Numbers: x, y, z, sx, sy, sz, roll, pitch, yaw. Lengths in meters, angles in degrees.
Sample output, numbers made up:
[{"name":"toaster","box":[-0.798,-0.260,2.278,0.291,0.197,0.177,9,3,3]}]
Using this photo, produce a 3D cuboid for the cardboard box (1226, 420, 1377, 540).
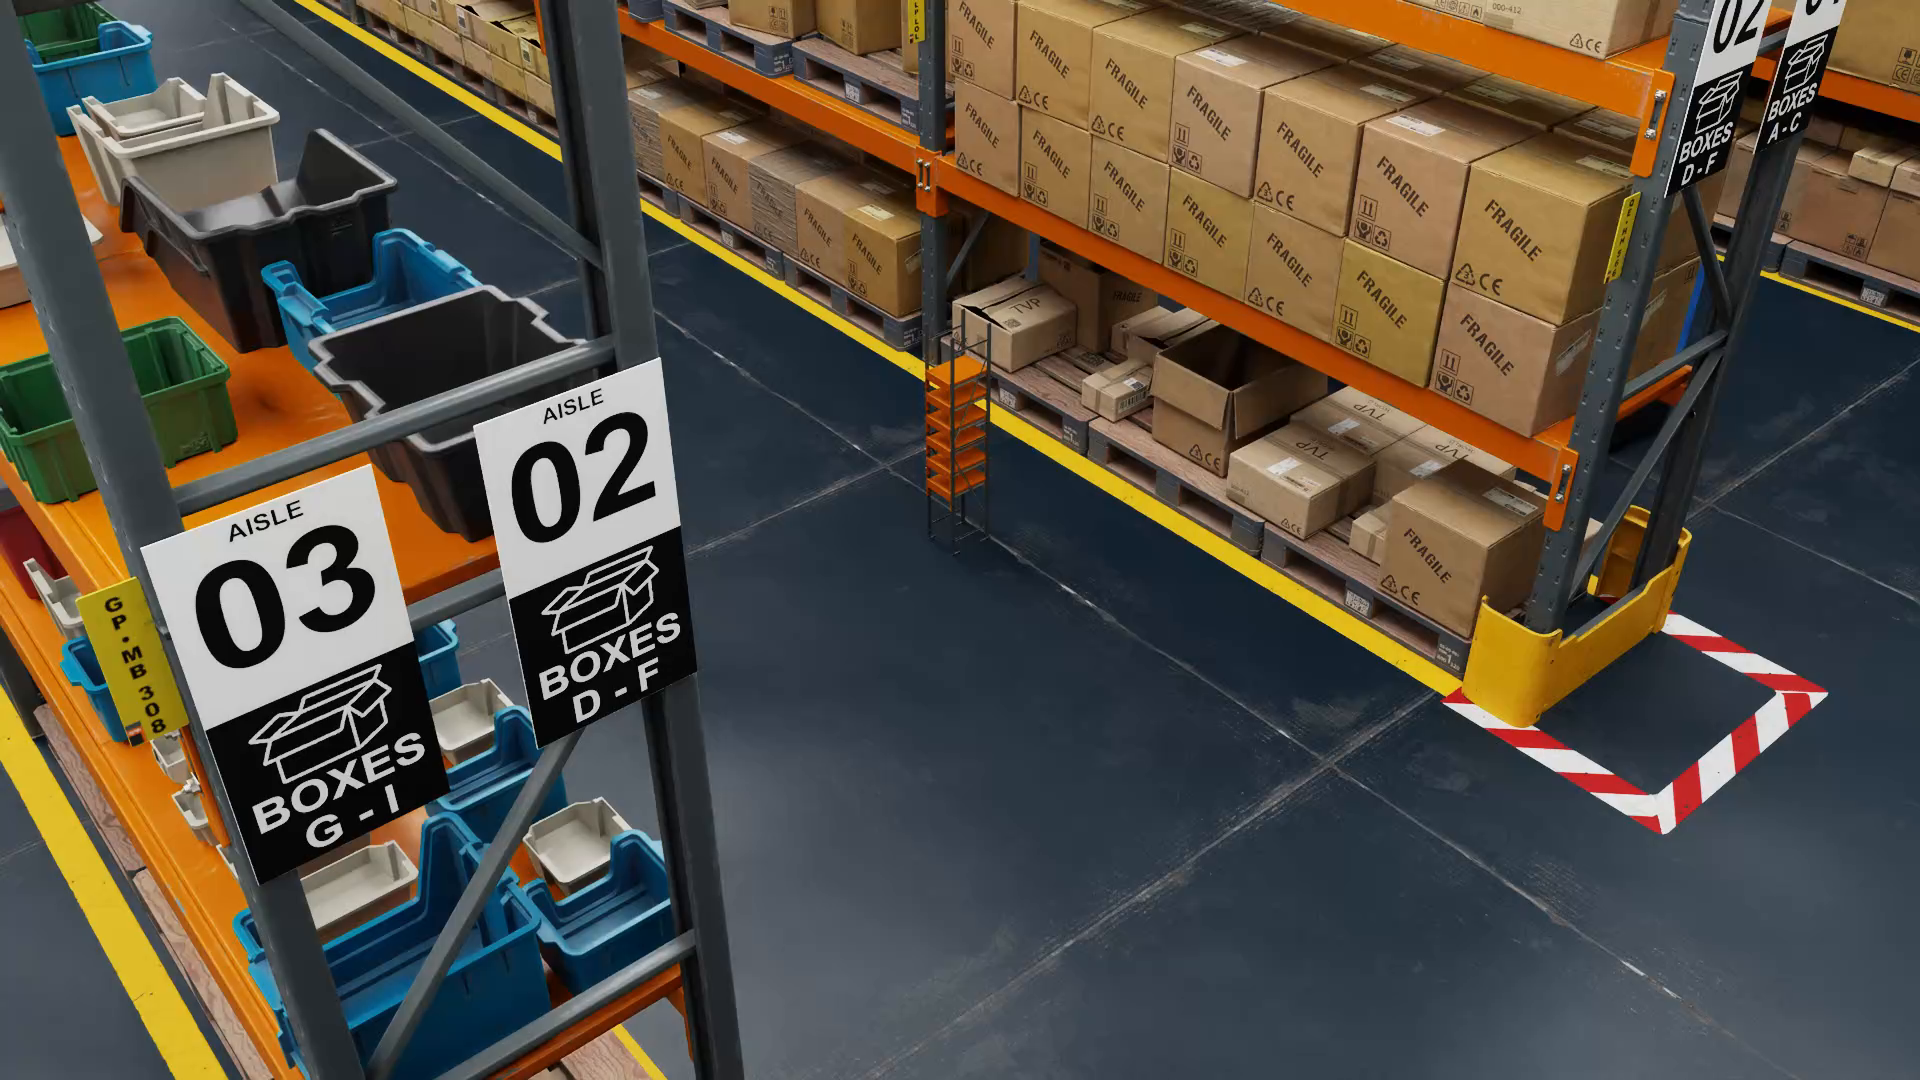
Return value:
[{"name":"cardboard box","box":[1.652,-0.300,8.077,0.500,0.250,0.500,-26,43,-32]}]

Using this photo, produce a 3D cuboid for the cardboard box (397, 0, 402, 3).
[{"name":"cardboard box","box":[-4.567,-4.742,13.881,0.500,0.311,0.500,-27,43,-32]}]

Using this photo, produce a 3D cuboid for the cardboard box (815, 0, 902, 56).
[{"name":"cardboard box","box":[-0.427,-3.215,9.744,0.700,0.500,0.500,-19,40,-25]}]

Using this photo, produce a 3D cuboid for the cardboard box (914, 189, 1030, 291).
[{"name":"cardboard box","box":[0.074,-1.894,10.111,0.500,0.500,0.500,-28,44,-34]}]

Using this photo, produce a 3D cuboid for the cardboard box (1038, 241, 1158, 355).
[{"name":"cardboard box","box":[0.785,-1.444,9.475,0.500,0.500,0.500,-26,43,-32]}]

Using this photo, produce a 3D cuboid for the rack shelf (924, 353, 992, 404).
[{"name":"rack shelf","box":[-0.009,-0.754,7.730,0.258,0.103,0.180,-26,43,-32]}]

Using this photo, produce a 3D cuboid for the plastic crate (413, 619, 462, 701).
[{"name":"plastic crate","box":[-1.762,0.412,5.165,0.416,0.233,0.300,-26,43,-32]}]

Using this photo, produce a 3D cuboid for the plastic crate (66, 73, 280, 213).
[{"name":"plastic crate","box":[-2.199,-1.088,4.698,0.437,0.282,0.530,-26,43,-32]}]

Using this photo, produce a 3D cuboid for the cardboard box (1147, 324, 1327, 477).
[{"name":"cardboard box","box":[1.417,-0.763,8.512,0.797,0.503,0.637,-26,43,-32]}]

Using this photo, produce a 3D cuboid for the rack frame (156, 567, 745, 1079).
[{"name":"rack frame","box":[-1.005,1.182,3.986,1.000,3.000,0.127,-26,43,-32]}]

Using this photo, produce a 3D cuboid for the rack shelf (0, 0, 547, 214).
[{"name":"rack shelf","box":[-2.295,-1.693,3.822,1.077,0.370,4.000,-26,43,-32]}]

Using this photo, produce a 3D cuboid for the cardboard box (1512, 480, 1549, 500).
[{"name":"cardboard box","box":[2.613,-0.111,7.882,0.380,0.166,0.250,-26,43,-32]}]

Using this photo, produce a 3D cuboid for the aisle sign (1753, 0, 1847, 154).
[{"name":"aisle sign","box":[3.050,-1.804,5.953,0.394,0.787,0.004,-26,43,-32]}]

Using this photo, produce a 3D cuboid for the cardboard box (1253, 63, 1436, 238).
[{"name":"cardboard box","box":[1.619,-1.657,7.042,0.500,0.500,0.500,-25,42,-31]}]

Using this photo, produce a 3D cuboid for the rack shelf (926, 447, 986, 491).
[{"name":"rack shelf","box":[-0.009,-0.362,8.007,0.258,0.103,0.180,-26,43,-32]}]

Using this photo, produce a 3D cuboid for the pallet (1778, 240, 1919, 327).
[{"name":"pallet","box":[5.988,-1.699,10.467,1.003,0.211,1.213,-26,43,-32]}]

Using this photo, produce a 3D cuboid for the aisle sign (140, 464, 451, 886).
[{"name":"aisle sign","box":[-1.182,0.262,3.036,0.394,0.787,0.004,-26,43,-32]}]

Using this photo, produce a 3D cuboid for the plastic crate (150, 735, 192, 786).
[{"name":"plastic crate","box":[-2.249,0.601,4.982,0.298,0.136,0.250,-26,43,-32]}]

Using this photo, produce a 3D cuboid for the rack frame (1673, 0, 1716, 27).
[{"name":"rack frame","box":[2.782,-3.112,4.858,1.000,3.000,0.127,-26,43,-32]}]

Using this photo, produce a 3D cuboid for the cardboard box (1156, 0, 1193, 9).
[{"name":"cardboard box","box":[1.057,-2.527,8.271,0.500,0.500,0.500,-27,43,-33]}]

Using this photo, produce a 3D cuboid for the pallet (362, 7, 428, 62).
[{"name":"pallet","box":[-4.457,-4.513,14.440,1.003,0.211,1.213,-26,43,-32]}]

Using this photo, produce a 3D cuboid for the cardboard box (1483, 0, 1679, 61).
[{"name":"cardboard box","box":[2.249,-1.955,5.950,0.500,0.250,0.500,-26,43,-32]}]

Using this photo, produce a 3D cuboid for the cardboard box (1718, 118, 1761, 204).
[{"name":"cardboard box","box":[5.037,-2.612,11.142,0.700,0.500,0.500,-25,42,-31]}]

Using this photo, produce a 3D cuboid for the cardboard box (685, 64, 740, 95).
[{"name":"cardboard box","box":[-1.559,-3.313,11.466,0.500,0.250,0.500,-24,42,-30]}]

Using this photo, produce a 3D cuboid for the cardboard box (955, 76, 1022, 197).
[{"name":"cardboard box","box":[0.321,-2.144,8.596,0.500,0.500,0.500,-25,42,-31]}]

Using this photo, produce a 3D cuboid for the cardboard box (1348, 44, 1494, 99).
[{"name":"cardboard box","box":[2.034,-1.858,7.326,0.500,0.500,0.500,-25,42,-31]}]

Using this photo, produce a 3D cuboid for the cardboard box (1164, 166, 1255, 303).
[{"name":"cardboard box","box":[1.304,-1.474,7.649,0.500,0.500,0.500,-27,43,-32]}]

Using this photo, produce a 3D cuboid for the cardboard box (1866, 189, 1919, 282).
[{"name":"cardboard box","box":[6.035,-1.936,10.188,0.700,0.500,0.500,-26,43,-32]}]

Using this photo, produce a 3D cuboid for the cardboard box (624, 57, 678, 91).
[{"name":"cardboard box","box":[-2.306,-3.048,11.740,0.500,0.500,0.500,-24,42,-30]}]

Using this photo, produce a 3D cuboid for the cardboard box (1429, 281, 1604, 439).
[{"name":"cardboard box","box":[2.285,-0.801,6.699,0.500,0.500,0.500,-25,42,-30]}]

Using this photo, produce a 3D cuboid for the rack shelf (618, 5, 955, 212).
[{"name":"rack shelf","box":[-1.090,-3.019,10.541,1.077,0.370,4.000,-26,43,-32]}]

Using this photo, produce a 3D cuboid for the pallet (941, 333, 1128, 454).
[{"name":"pallet","box":[0.643,-0.988,9.463,1.003,0.211,1.213,-26,43,-32]}]

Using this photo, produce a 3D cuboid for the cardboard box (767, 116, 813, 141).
[{"name":"cardboard box","box":[-0.921,-2.572,11.069,0.500,0.500,0.500,-28,44,-33]}]

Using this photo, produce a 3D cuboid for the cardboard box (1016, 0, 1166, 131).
[{"name":"cardboard box","box":[0.623,-2.338,8.005,0.500,0.500,0.500,-27,44,-33]}]

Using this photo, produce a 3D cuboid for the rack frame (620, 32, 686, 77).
[{"name":"rack frame","box":[-2.381,-4.196,11.579,1.000,3.000,0.127,-26,43,-32]}]

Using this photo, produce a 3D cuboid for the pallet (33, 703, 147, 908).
[{"name":"pallet","box":[-3.082,0.864,6.848,1.003,0.211,1.213,-26,43,-32]}]

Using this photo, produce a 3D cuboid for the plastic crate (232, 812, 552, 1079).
[{"name":"plastic crate","box":[-1.363,1.065,4.069,0.616,0.435,0.499,-26,43,-32]}]

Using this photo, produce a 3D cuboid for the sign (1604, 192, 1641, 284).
[{"name":"sign","box":[2.345,-1.067,5.886,0.100,0.325,0.005,-26,43,-32]}]

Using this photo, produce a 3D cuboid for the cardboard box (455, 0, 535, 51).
[{"name":"cardboard box","box":[-3.571,-4.065,12.924,0.500,0.311,0.500,-26,43,-32]}]

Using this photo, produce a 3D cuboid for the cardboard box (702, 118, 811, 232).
[{"name":"cardboard box","box":[-1.303,-2.367,10.779,0.500,0.500,0.500,-28,44,-33]}]

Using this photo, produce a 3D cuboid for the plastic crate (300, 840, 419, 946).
[{"name":"plastic crate","box":[-1.669,0.972,4.458,0.396,0.136,0.243,-26,43,-32]}]

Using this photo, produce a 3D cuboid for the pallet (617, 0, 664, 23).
[{"name":"pallet","box":[-1.890,-3.845,11.249,1.213,0.211,1.003,-26,43,-32]}]

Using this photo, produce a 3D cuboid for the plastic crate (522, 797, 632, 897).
[{"name":"plastic crate","box":[-1.056,0.861,4.616,0.250,0.136,0.298,-26,43,-32]}]

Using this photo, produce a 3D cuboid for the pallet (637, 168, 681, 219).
[{"name":"pallet","box":[-1.928,-2.714,11.900,1.003,0.211,1.213,-26,43,-32]}]

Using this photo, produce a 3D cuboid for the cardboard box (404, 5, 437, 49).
[{"name":"cardboard box","box":[-4.226,-4.287,13.724,0.500,0.250,0.500,-27,44,-33]}]

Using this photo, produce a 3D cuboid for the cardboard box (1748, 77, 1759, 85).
[{"name":"cardboard box","box":[5.119,-3.005,11.136,0.380,0.149,0.250,-26,43,-31]}]

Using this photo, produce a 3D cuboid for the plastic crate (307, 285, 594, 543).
[{"name":"plastic crate","box":[-1.040,-0.263,3.544,0.497,0.269,0.590,-26,43,-32]}]

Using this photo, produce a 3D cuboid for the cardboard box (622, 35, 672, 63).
[{"name":"cardboard box","box":[-2.495,-3.815,12.572,0.500,0.311,0.500,-24,42,-30]}]

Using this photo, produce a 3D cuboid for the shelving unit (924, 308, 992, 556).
[{"name":"shelving unit","box":[-0.009,-0.496,7.912,0.258,1.200,0.189,-26,43,-32]}]

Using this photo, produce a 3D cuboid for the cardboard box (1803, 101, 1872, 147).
[{"name":"cardboard box","box":[5.615,-2.667,10.658,0.380,0.149,0.250,-25,42,-31]}]

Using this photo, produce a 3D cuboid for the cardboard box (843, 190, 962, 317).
[{"name":"cardboard box","box":[-0.337,-1.700,9.838,0.500,0.500,0.500,-26,43,-32]}]

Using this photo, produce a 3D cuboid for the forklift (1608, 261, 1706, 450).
[{"name":"forklift","box":[2.594,-2.345,9.025,1.130,2.935,3.031,-23,41,-29]}]

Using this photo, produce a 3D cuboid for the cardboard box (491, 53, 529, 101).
[{"name":"cardboard box","box":[-3.242,-3.613,12.772,0.500,0.250,0.500,-27,43,-32]}]

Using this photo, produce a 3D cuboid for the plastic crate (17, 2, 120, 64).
[{"name":"plastic crate","box":[-3.082,-1.648,5.569,0.450,0.188,0.662,-26,43,-32]}]
